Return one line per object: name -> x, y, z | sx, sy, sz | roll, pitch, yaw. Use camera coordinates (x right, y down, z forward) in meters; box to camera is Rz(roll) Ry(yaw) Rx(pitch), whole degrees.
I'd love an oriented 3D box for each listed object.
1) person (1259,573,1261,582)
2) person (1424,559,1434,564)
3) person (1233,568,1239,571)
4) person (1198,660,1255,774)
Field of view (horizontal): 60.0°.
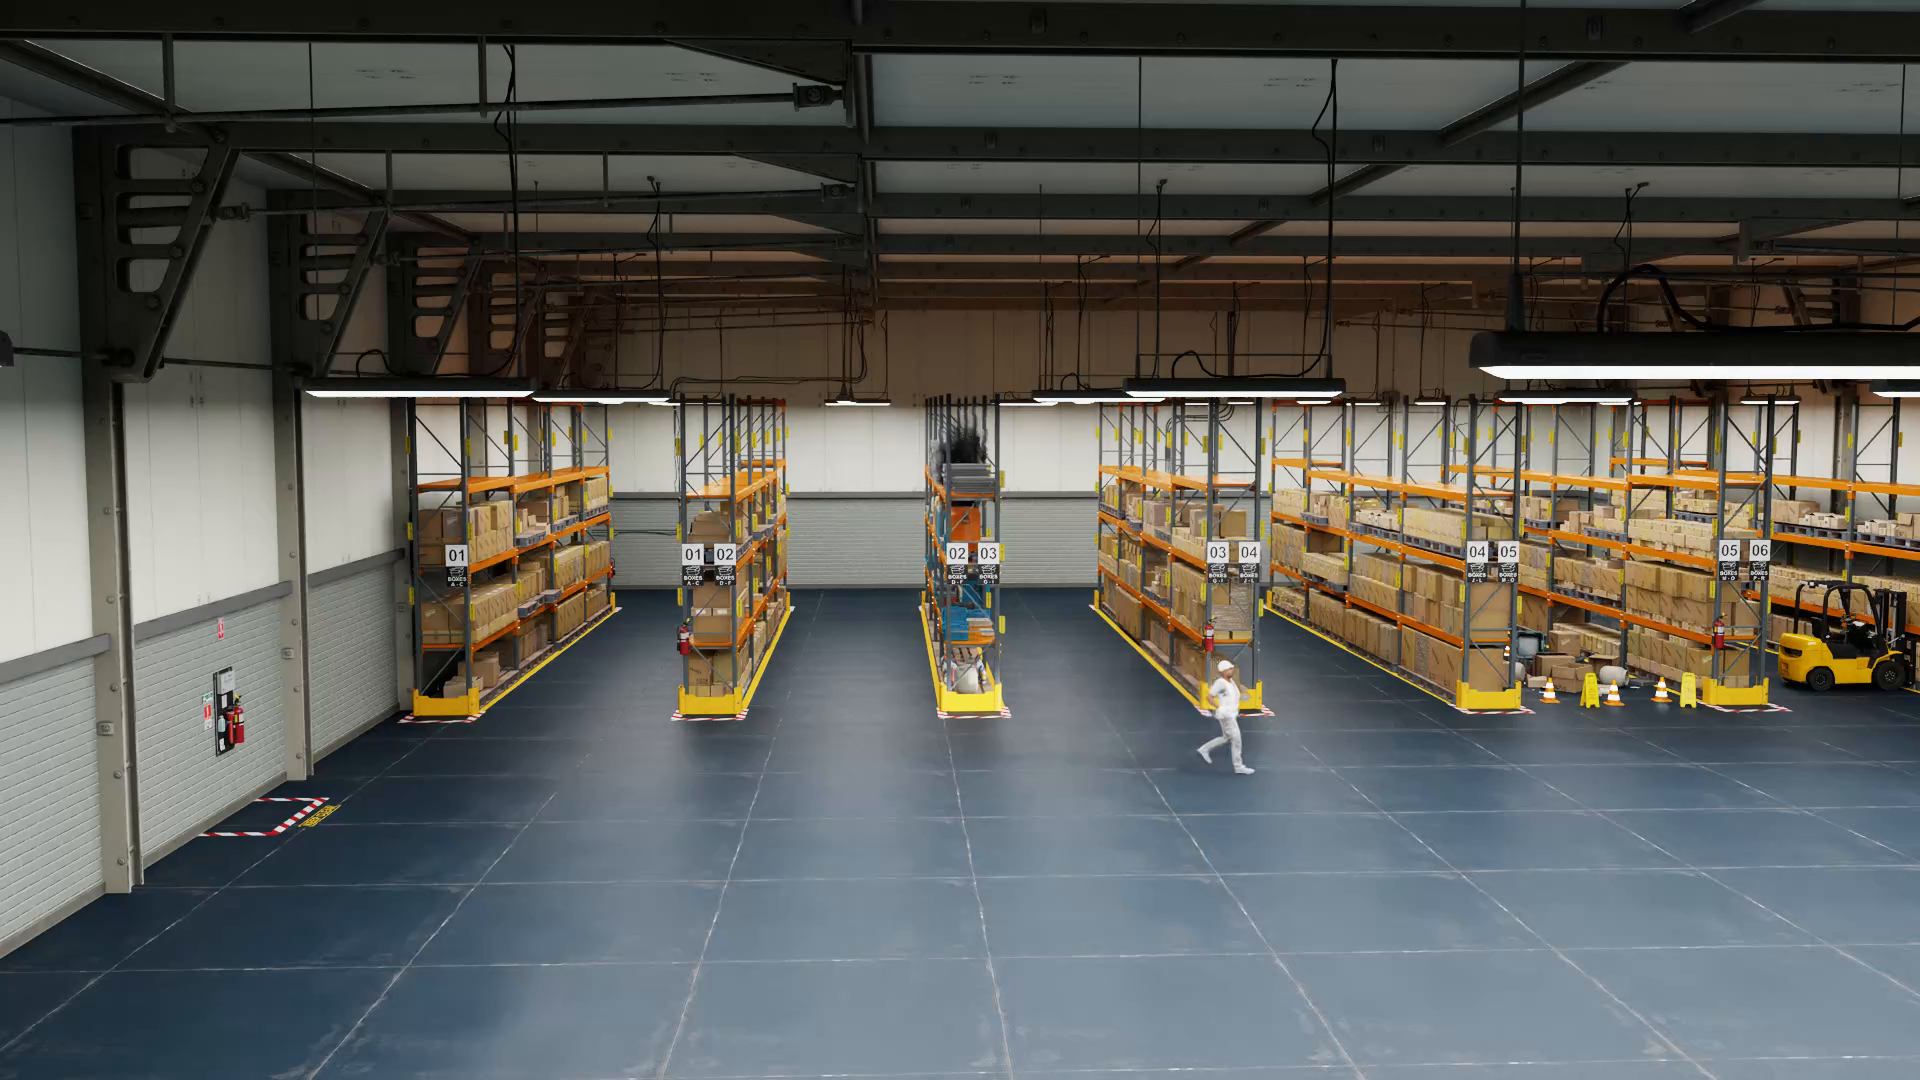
person -> 7.772, 1.320, 44.666 | 0.634, 1.758, 0.680 | 0, 5, -5
person -> 14.020, 1.020, 49.384 | 0.565, 1.608, 0.681 | 0, 5, 5
person -> 8.000, 1.154, 48.770 | 0.823, 1.487, 0.798 | -1, 5, -13
person -> 4.179, 2.770, 26.121 | 0.946, 1.763, 0.696 | 2, 5, 23
